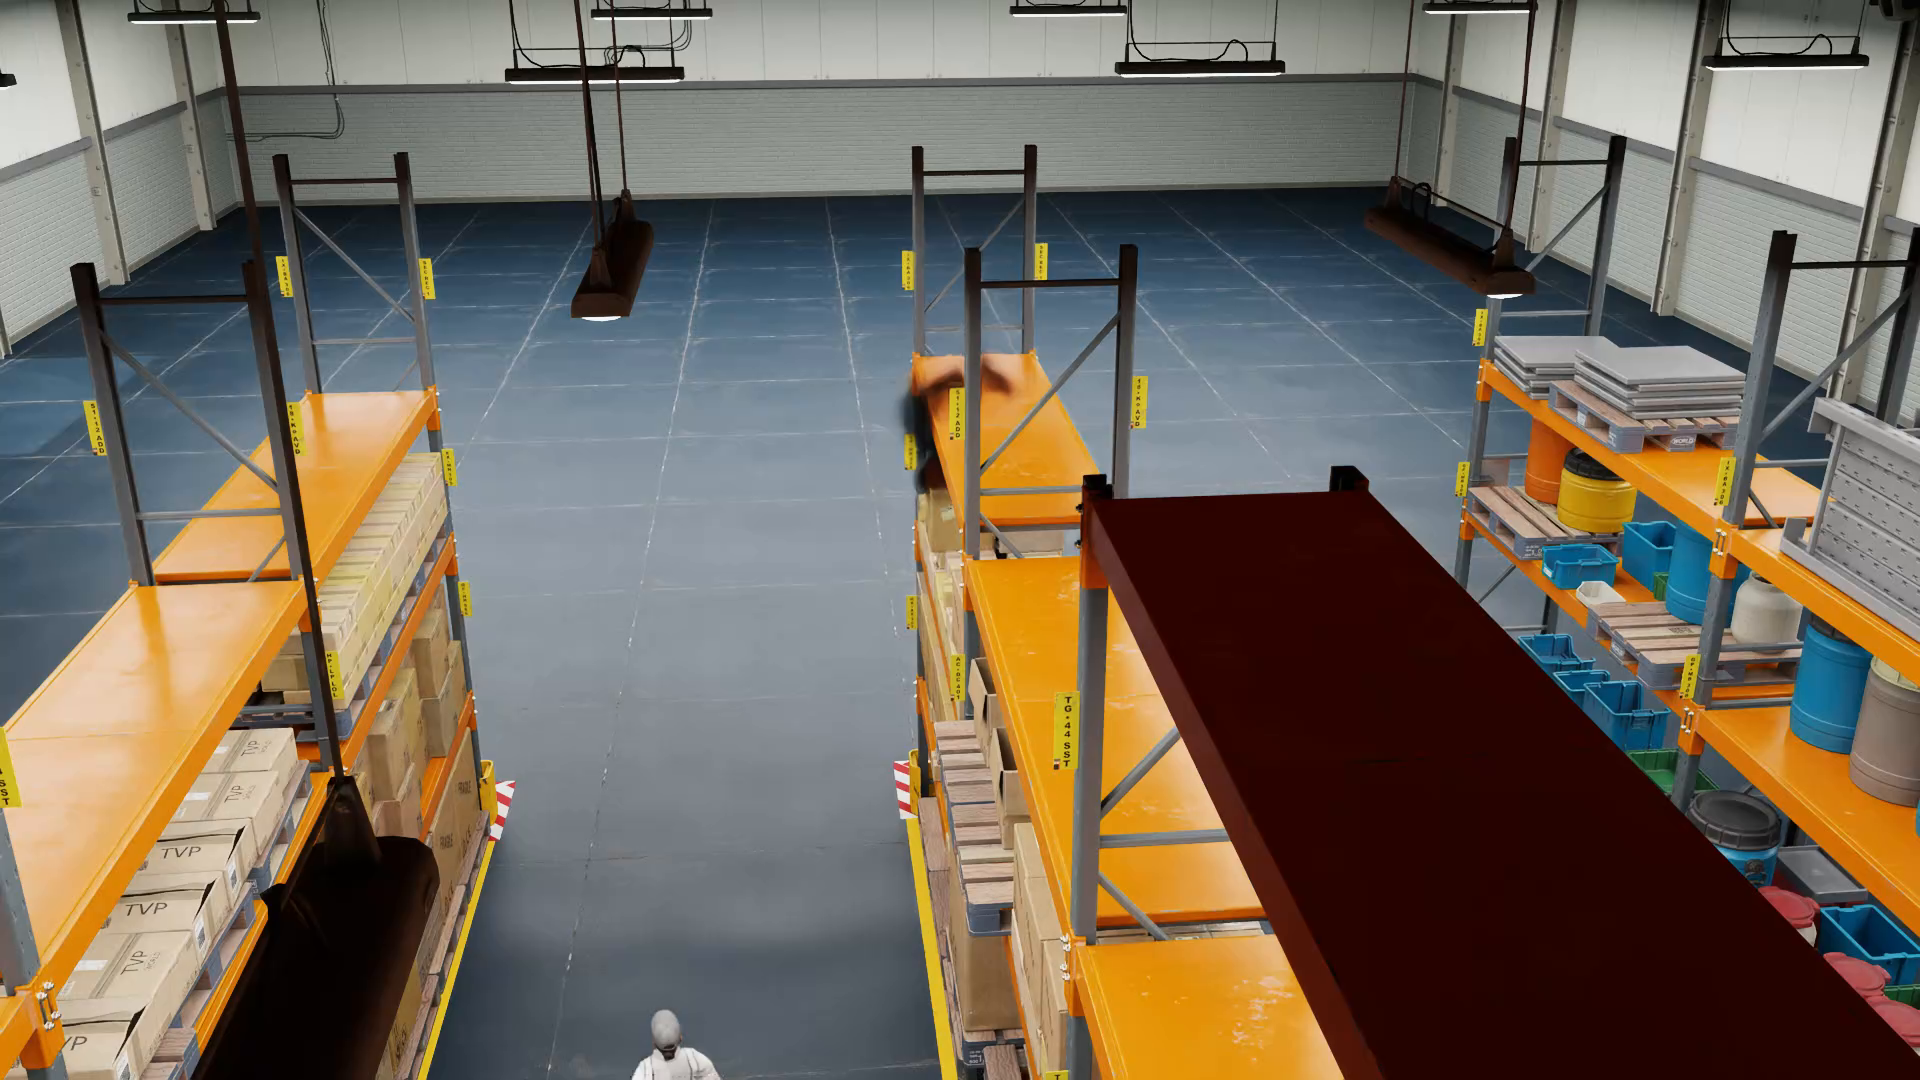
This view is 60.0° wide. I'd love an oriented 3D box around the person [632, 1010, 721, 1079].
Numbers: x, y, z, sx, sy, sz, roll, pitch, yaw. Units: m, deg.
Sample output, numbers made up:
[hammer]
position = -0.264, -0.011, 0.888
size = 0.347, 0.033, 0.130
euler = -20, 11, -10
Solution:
[person]
position = -1.750, 3.643, 10.227
size = 0.616, 1.630, 0.679
euler = -7, 23, -18
